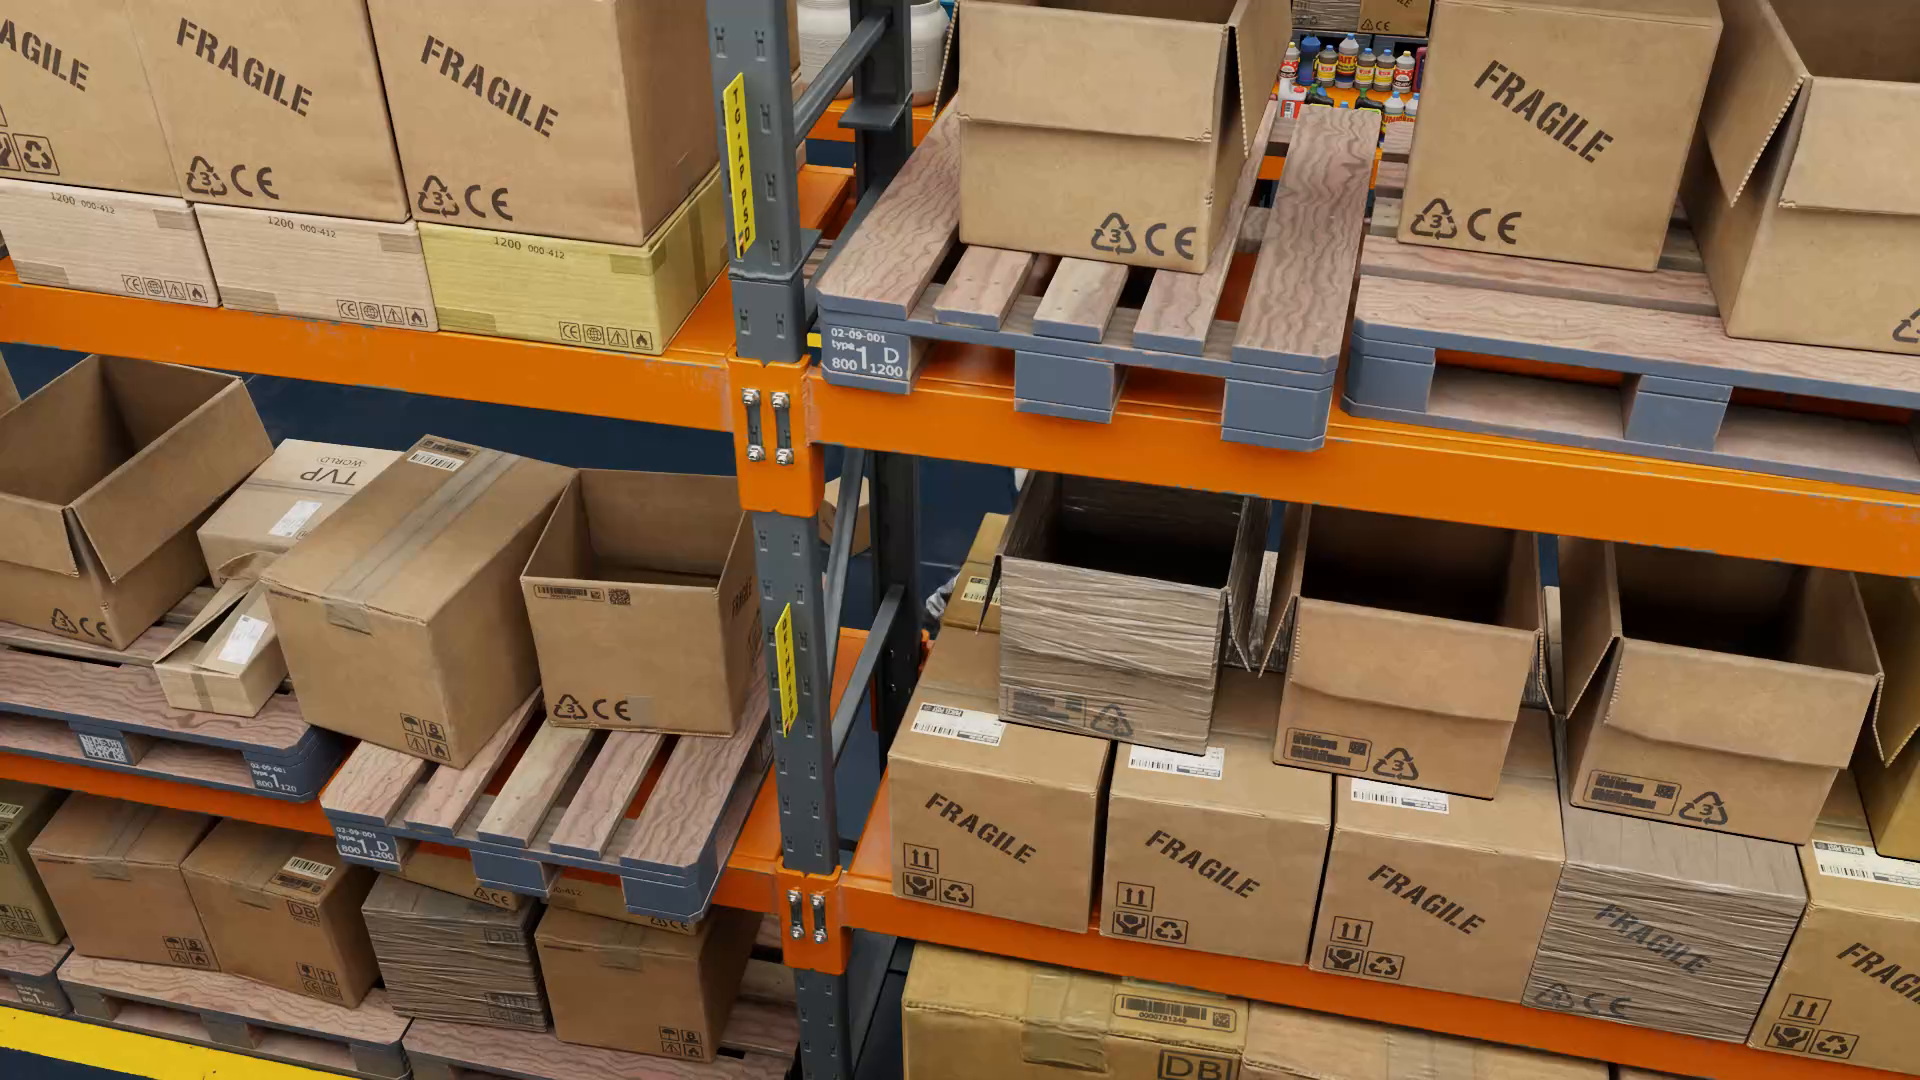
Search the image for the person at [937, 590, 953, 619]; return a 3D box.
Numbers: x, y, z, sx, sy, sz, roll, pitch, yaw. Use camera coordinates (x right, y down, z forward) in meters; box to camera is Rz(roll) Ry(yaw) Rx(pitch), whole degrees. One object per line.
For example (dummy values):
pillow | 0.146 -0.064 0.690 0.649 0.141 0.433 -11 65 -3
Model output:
person | 0.412 -0.242 6.464 1.005 1.756 0.521 9 37 12
